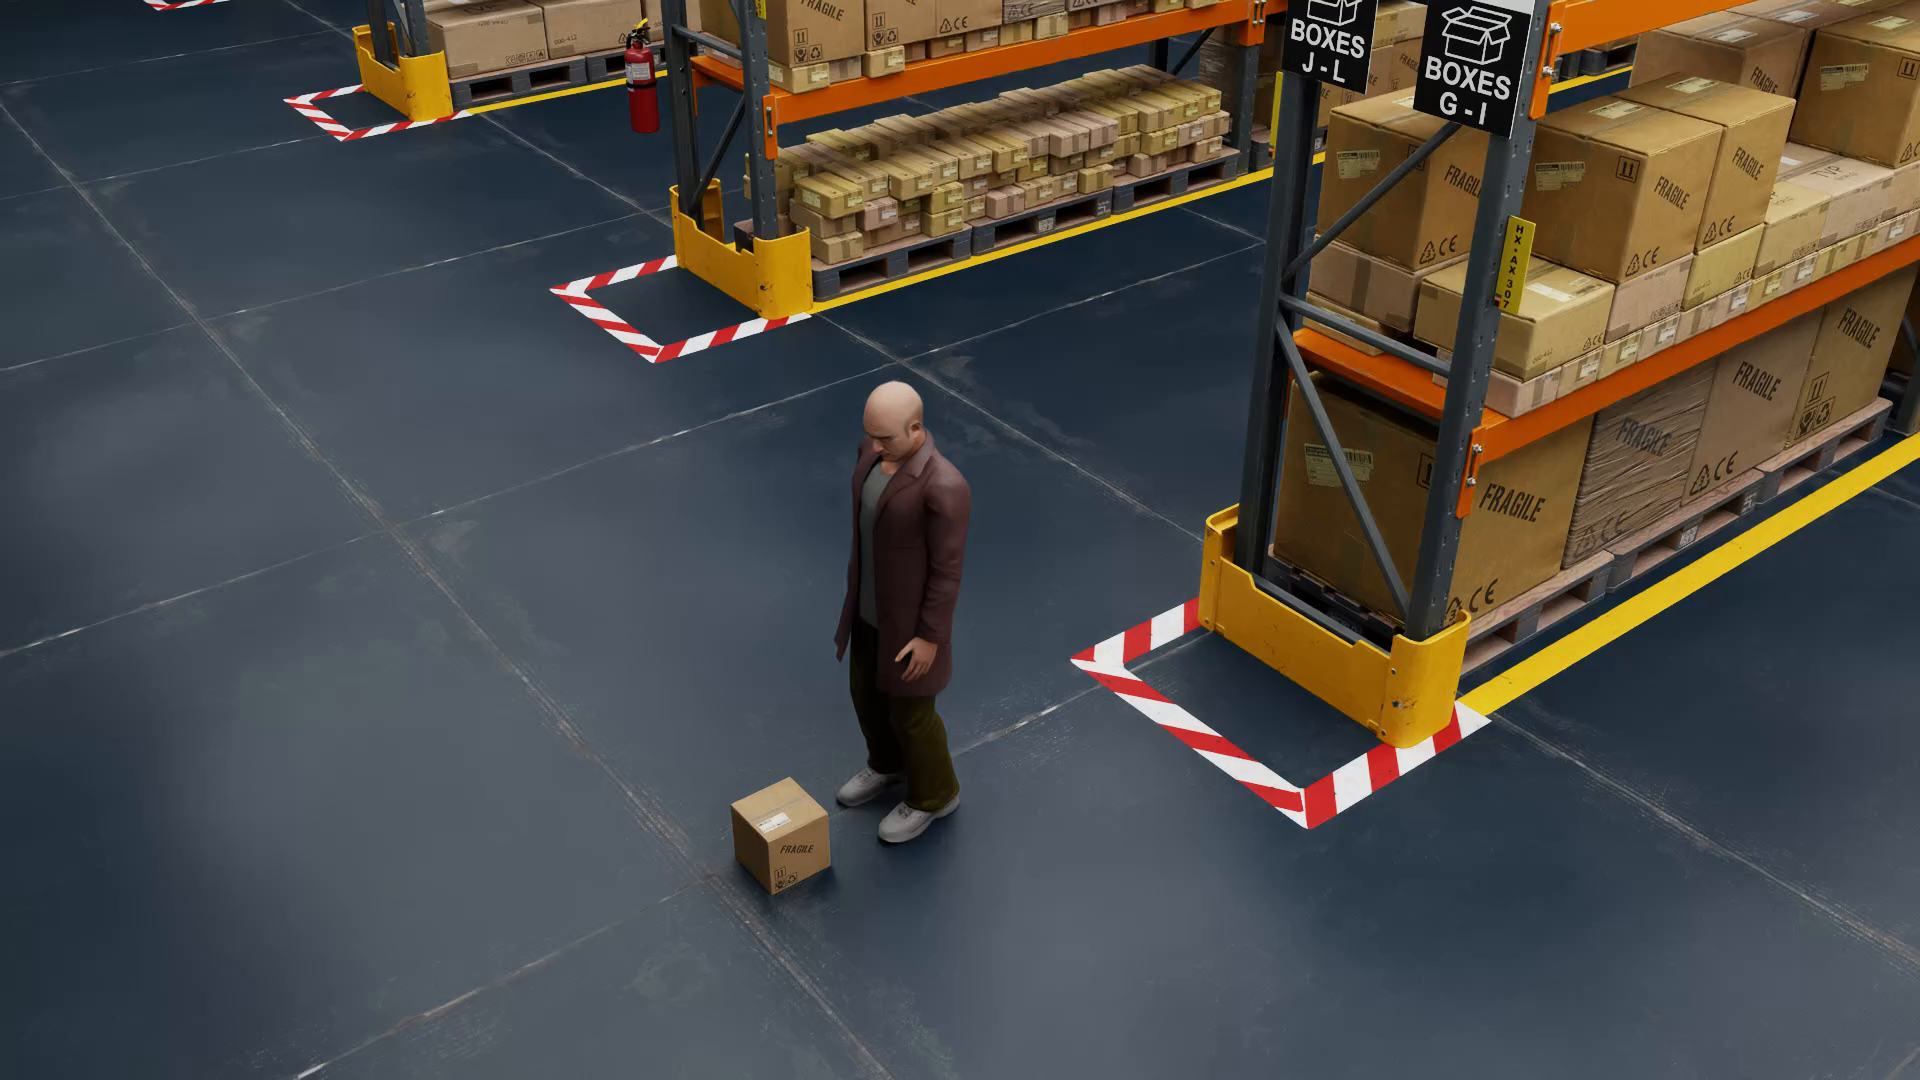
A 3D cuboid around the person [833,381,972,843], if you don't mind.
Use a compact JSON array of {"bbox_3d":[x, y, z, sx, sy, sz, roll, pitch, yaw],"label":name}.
[{"bbox_3d":[-0.211,0.256,5.758,0.379,1.774,0.565,-21,38,-30],"label":"person"}]
